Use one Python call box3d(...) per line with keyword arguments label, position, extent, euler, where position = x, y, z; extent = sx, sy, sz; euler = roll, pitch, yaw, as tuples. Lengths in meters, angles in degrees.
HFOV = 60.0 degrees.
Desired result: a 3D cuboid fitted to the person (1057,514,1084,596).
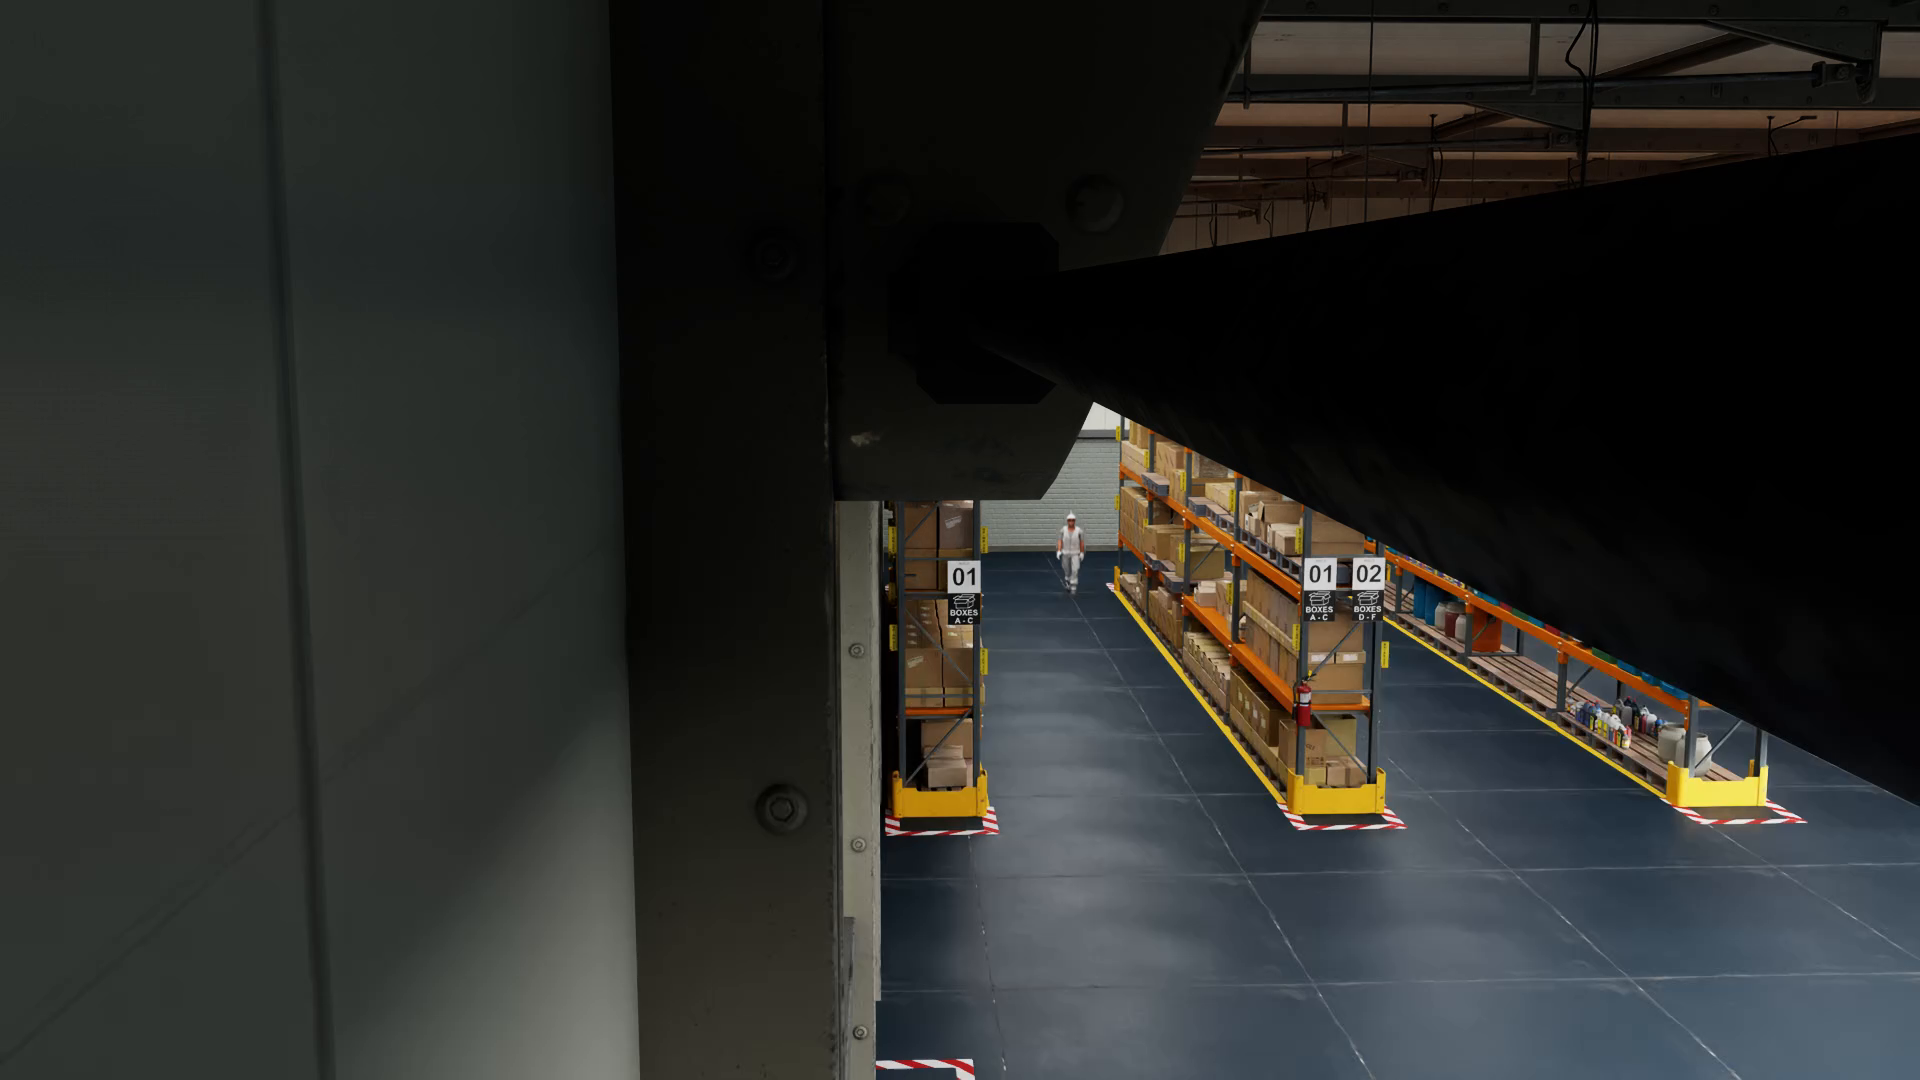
box3d(label="person", position=(2.375, 0.305, 35.796), extent=(0.558, 1.726, 1.098), euler=(1, 8, 10))
